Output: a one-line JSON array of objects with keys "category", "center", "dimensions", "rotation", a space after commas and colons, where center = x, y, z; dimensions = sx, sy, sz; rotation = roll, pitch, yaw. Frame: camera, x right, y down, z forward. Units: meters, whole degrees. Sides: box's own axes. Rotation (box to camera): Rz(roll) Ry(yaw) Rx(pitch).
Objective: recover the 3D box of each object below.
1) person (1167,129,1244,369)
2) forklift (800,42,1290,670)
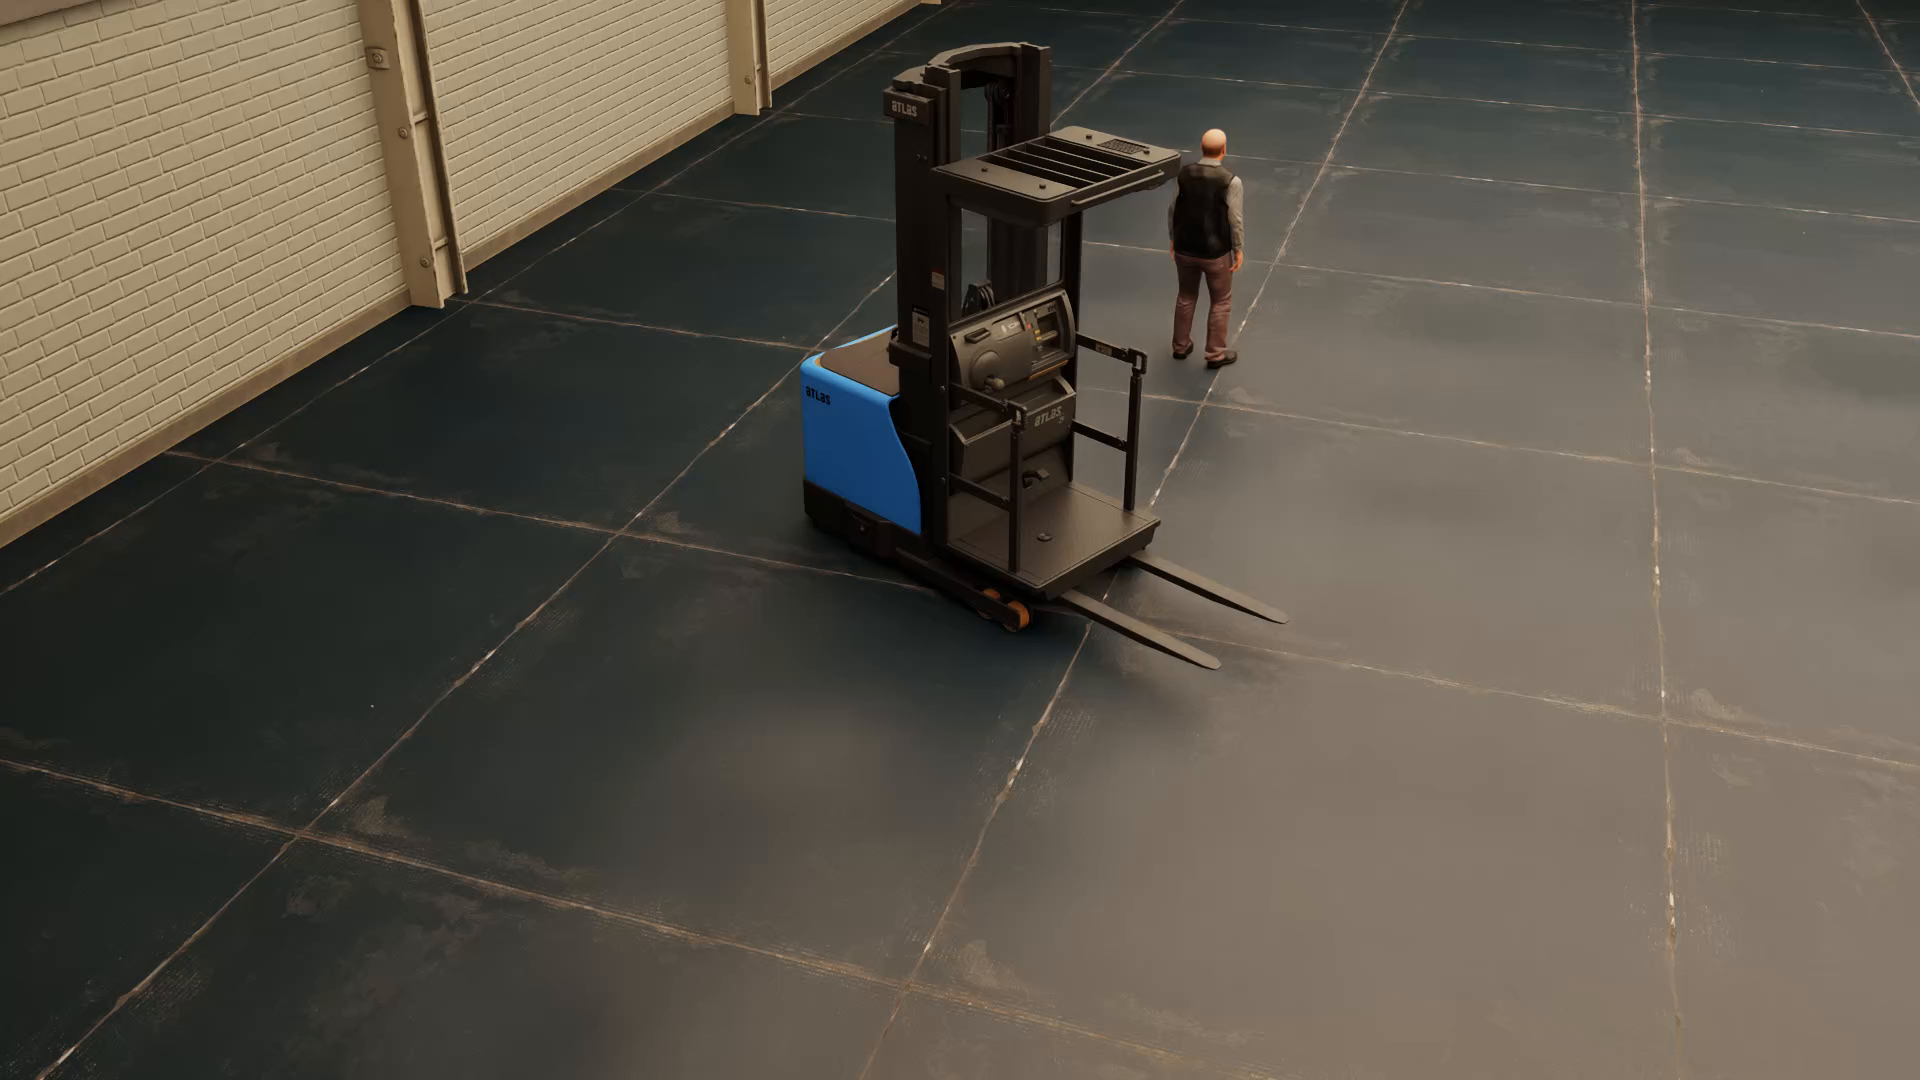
[{"category": "person", "center": [1.768, -2.100, 12.046], "dimensions": [0.580, 1.719, 0.425], "rotation": [18, 34, 28]}, {"category": "forklift", "center": [0.449, -1.058, 8.992], "dimensions": [3.031, 2.935, 1.130], "rotation": [26, 38, 37]}]
